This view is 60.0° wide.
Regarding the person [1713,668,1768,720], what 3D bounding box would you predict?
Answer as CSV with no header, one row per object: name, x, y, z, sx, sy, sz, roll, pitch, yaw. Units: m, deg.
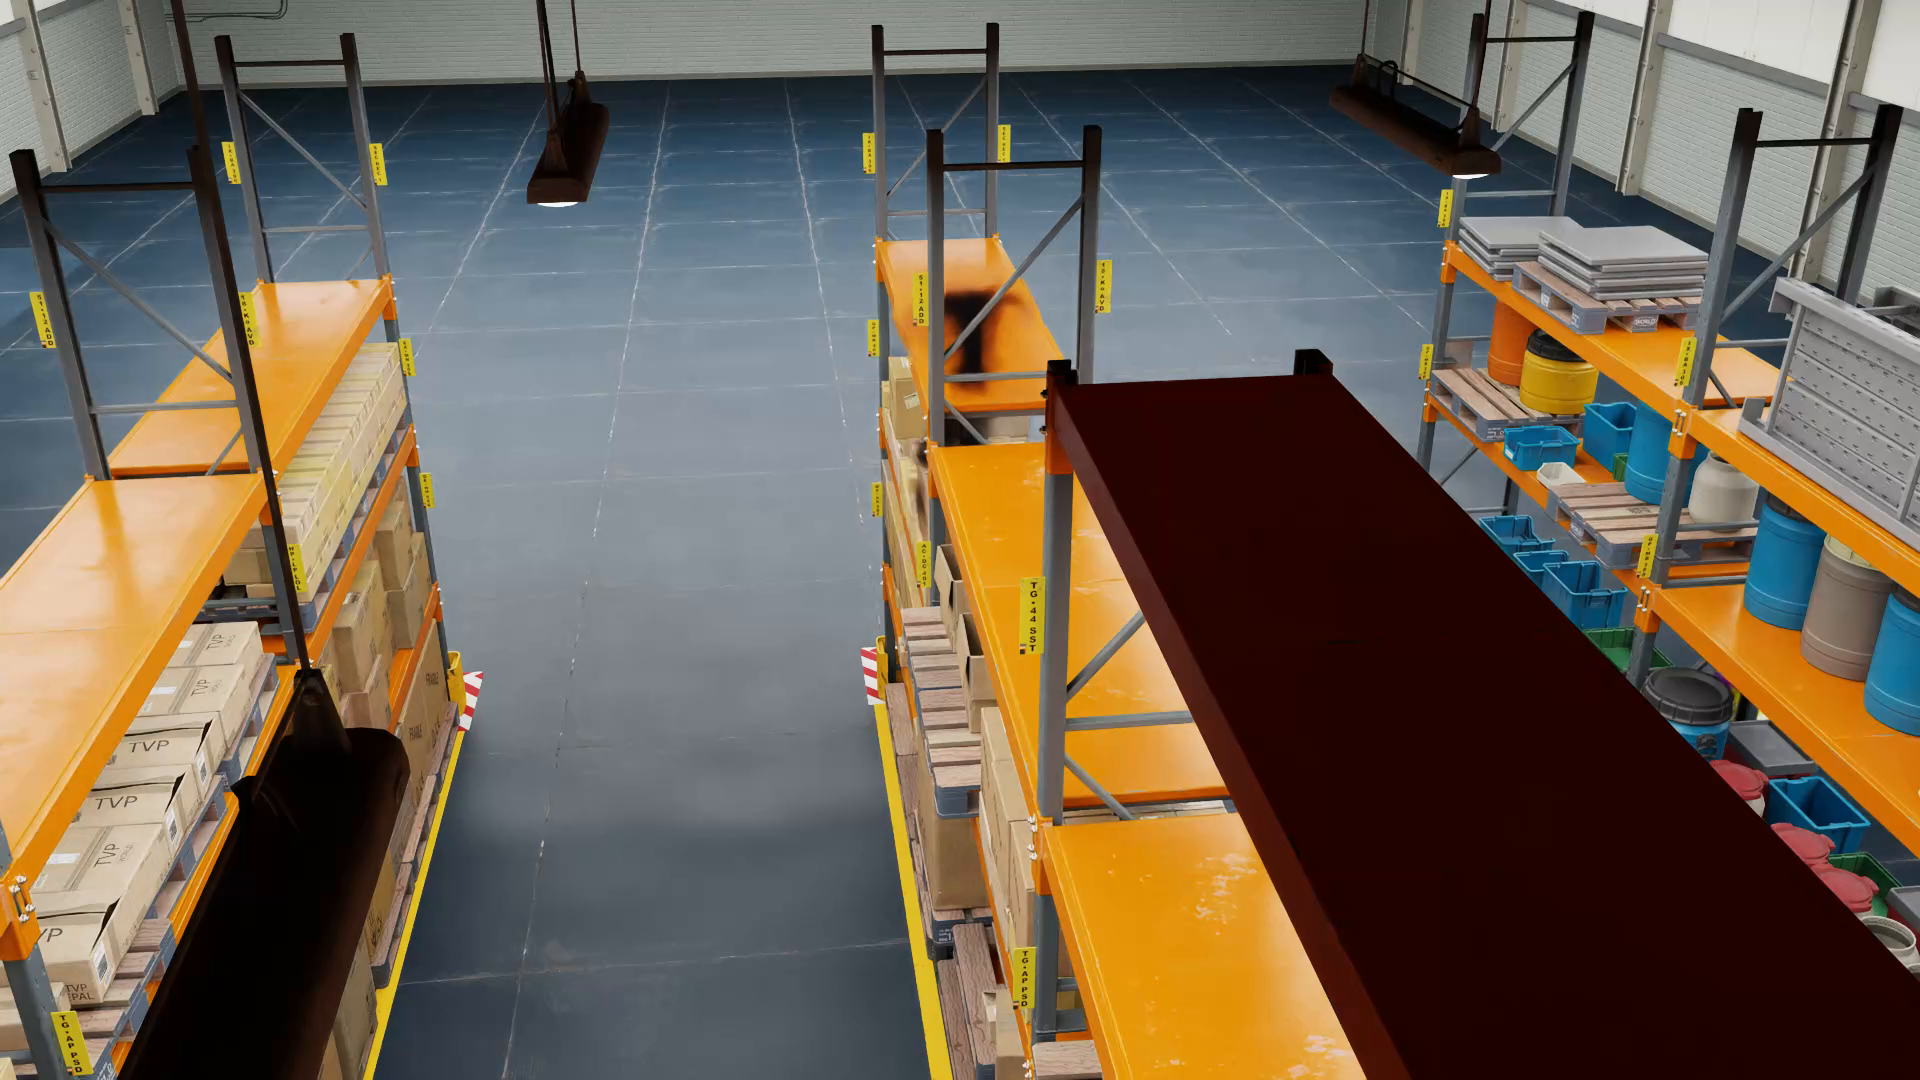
person,6.399,1.115,13.600,0.718,0.819,0.652,-12,28,-23
